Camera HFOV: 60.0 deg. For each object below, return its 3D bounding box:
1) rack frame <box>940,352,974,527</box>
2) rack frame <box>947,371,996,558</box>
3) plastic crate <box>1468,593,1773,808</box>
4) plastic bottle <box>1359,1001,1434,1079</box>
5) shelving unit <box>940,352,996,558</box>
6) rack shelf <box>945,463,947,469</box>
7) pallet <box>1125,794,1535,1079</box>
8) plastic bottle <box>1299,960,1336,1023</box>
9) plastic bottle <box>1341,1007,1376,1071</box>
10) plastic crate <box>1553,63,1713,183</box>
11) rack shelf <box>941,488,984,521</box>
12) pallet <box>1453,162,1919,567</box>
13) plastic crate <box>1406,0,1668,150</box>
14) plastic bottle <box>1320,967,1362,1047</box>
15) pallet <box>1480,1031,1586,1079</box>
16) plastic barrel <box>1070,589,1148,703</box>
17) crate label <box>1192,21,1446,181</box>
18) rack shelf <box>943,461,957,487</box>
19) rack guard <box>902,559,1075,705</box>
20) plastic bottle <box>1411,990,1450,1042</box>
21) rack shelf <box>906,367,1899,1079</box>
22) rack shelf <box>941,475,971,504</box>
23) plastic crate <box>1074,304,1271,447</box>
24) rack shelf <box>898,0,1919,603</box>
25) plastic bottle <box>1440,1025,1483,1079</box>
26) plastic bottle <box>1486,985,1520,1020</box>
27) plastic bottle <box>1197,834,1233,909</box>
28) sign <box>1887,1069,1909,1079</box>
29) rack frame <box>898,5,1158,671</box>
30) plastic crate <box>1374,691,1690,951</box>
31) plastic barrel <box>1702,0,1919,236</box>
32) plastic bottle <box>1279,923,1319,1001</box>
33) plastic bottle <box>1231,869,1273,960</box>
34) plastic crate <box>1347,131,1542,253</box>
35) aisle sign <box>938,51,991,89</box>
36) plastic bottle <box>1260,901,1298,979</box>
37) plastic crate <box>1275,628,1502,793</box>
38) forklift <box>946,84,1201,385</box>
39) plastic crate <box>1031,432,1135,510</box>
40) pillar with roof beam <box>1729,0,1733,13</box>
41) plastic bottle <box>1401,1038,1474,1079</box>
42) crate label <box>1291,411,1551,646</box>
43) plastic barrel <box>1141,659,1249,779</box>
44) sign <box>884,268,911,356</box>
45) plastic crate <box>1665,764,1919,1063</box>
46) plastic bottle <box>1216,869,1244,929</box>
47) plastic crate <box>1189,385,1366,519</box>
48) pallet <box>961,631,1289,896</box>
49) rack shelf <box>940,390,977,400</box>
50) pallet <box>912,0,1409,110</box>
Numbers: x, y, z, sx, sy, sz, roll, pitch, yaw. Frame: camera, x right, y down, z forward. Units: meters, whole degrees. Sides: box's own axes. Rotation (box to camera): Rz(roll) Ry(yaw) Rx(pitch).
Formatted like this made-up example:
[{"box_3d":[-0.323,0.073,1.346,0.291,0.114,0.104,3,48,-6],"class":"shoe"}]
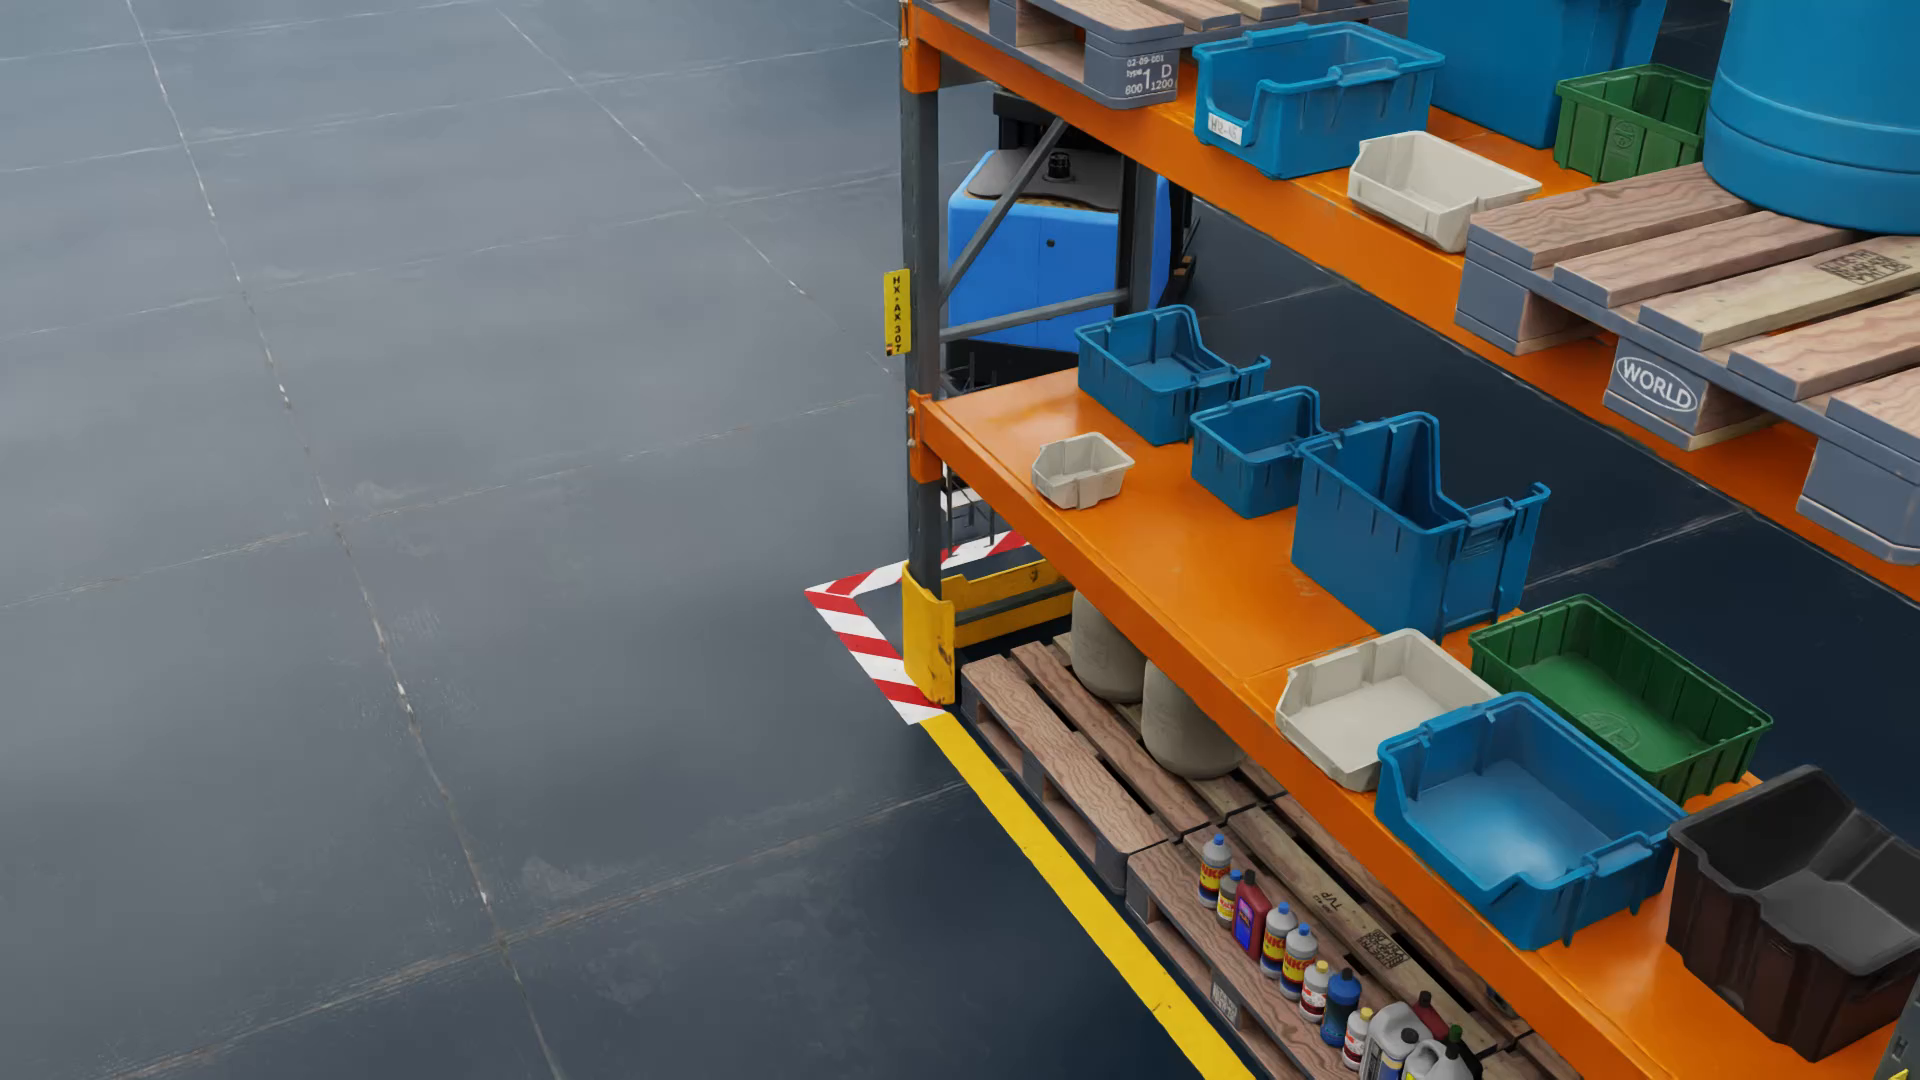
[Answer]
[{"box_3d":[-0.044,-0.424,7.577,0.240,0.900,0.006,-16,36,-23],"class":"rack frame"},{"box_3d":[0.051,-0.327,7.426,0.240,0.900,0.006,-16,36,-23],"class":"rack frame"},{"box_3d":[1.746,0.441,4.477,0.450,0.188,0.662,-16,36,-23],"class":"plastic crate"},{"box_3d":[1.261,1.473,4.787,0.152,0.276,0.135,-15,36,-22],"class":"plastic bottle"},{"box_3d":[0.004,-0.375,7.501,0.258,0.900,0.210,-16,36,-23],"class":"shelving unit"},{"box_3d":[0.004,-0.423,7.471,0.258,0.077,0.200,-16,36,-23],"class":"rack shelf"},{"box_3d":[1.280,1.331,5.477,1.003,0.211,1.213,-16,36,-23],"class":"pallet"},{"box_3d":[1.086,1.357,5.037,0.097,0.201,0.097,0,33,0],"class":"plastic bottle"},{"box_3d":[1.182,1.455,4.884,0.097,0.201,0.097,0,33,0],"class":"plastic bottle"},{"box_3d":[1.634,-0.924,3.828,0.336,0.188,0.450,-16,36,-23],"class":"plastic crate"},{"box_3d":[0.004,-0.196,7.616,0.258,0.077,0.200,-16,36,-23],"class":"rack shelf"},{"box_3d":[1.706,-0.432,3.039,1.213,0.211,1.003,-16,36,-23],"class":"pallet"},{"box_3d":[1.419,-1.260,4.170,0.392,0.384,0.575,-16,36,-23],"class":"plastic crate"},{"box_3d":[1.134,1.377,4.941,0.097,0.271,0.097,0,33,0],"class":"plastic bottle"},{"box_3d":[1.853,1.914,4.567,1.003,0.211,1.213,-16,36,-23],"class":"pallet"},{"box_3d":[0.638,0.328,6.375,0.421,0.512,0.421,0,33,0],"class":"plastic barrel"},{"box_3d":[0.844,-1.062,3.984,0.502,0.251,0.408,-16,36,-23],"class":"crate label"},{"box_3d":[0.004,-0.347,7.519,0.258,0.077,0.200,-16,36,-23],"class":"rack shelf"},{"box_3d":[0.341,0.239,6.914,1.175,0.500,0.348,-16,36,-23],"class":"rack guard"},{"box_3d":[1.355,1.443,4.827,0.061,0.283,0.133,-16,36,-23],"class":"plastic bottle"},{"box_3d":[1.196,0.419,4.982,1.077,0.370,4.000,-16,36,-23],"class":"rack shelf"},{"box_3d":[0.004,-0.271,7.568,0.258,0.077,0.200,-16,36,-23],"class":"rack shelf"},{"box_3d":[0.762,-0.612,6.062,0.499,0.251,0.616,-16,36,-23],"class":"plastic crate"},{"box_3d":[1.196,-0.844,4.173,1.077,0.370,4.000,-16,36,-23],"class":"rack shelf"},{"box_3d":[1.412,1.511,4.721,0.061,0.283,0.133,-16,36,-23],"class":"plastic bottle"},{"box_3d":[1.714,1.299,5.059,0.152,0.276,0.135,-16,36,-23],"class":"plastic bottle"},{"box_3d":[0.834,1.069,5.422,0.097,0.271,0.097,0,33,0],"class":"plastic bottle"},{"box_3d":[1.637,1.087,3.015,0.100,0.325,0.005,-16,36,-23],"class":"sign"},{"box_3d":[0.264,-0.838,6.277,1.000,3.000,0.127,-16,36,-23],"class":"rack frame"},{"box_3d":[1.373,0.674,4.056,0.499,0.251,0.616,-16,36,-23],"class":"plastic crate"},{"box_3d":[1.760,-1.082,3.024,0.600,0.901,0.708,-16,36,-23],"class":"plastic barrel"},{"box_3d":[1.040,1.280,5.092,0.097,0.271,0.097,0,33,0],"class":"plastic bottle"},{"box_3d":[0.923,1.177,5.243,0.061,0.283,0.133,-15,36,-22],"class":"plastic bottle"},{"box_3d":[1.023,-0.745,3.597,0.243,0.136,0.396,-16,36,-23],"class":"plastic crate"},{"box_3d":[-0.029,-1.893,5.515,0.394,0.787,0.004,-16,36,-23],"class":"aisle sign"},{"box_3d":[0.993,1.233,5.167,0.097,0.271,0.097,0,33,0],"class":"plastic bottle"},{"box_3d":[1.148,0.471,4.479,0.530,0.136,0.437,-16,36,-23],"class":"plastic crate"},{"box_3d":[0.824,-2.763,9.346,1.130,2.935,3.031,9,34,14],"class":"forklift"},{"box_3d":[0.396,-0.219,5.556,0.298,0.136,0.250,-16,36,-23],"class":"plastic crate"},{"box_3d":[3.514,-7.520,11.146,9.100,9.000,0.400,-16,36,-23],"class":"pillar with roof beam"},{"box_3d":[1.334,1.520,4.644,0.144,0.351,0.185,-16,36,-23],"class":"plastic bottle"},{"box_3d":[1.361,-0.043,5.003,0.502,0.435,0.616,-16,36,-23],"class":"crate label"},{"box_3d":[0.872,0.567,6.002,0.421,0.512,0.421,0,33,0],"class":"plastic barrel"},{"box_3d":[-0.225,-0.818,5.990,0.100,0.325,0.005,-16,36,-23],"class":"sign"},{"box_3d":[1.997,0.815,3.755,0.767,0.338,0.504,-16,36,-23],"class":"plastic crate"},{"box_3d":[0.882,1.148,5.364,0.097,0.201,0.097,0,33,0],"class":"plastic bottle"},{"box_3d":[1.060,-0.300,5.576,0.499,0.251,0.408,-16,36,-23],"class":"plastic crate"},{"box_3d":[0.715,0.750,6.384,1.003,0.211,1.213,-16,36,-23],"class":"pallet"},{"box_3d":[0.004,-0.575,7.374,0.258,0.077,0.200,-16,36,-23],"class":"rack shelf"},{"box_3d":[0.563,-1.602,4.865,1.003,0.211,1.213,-16,36,-23],"class":"pallet"}]
